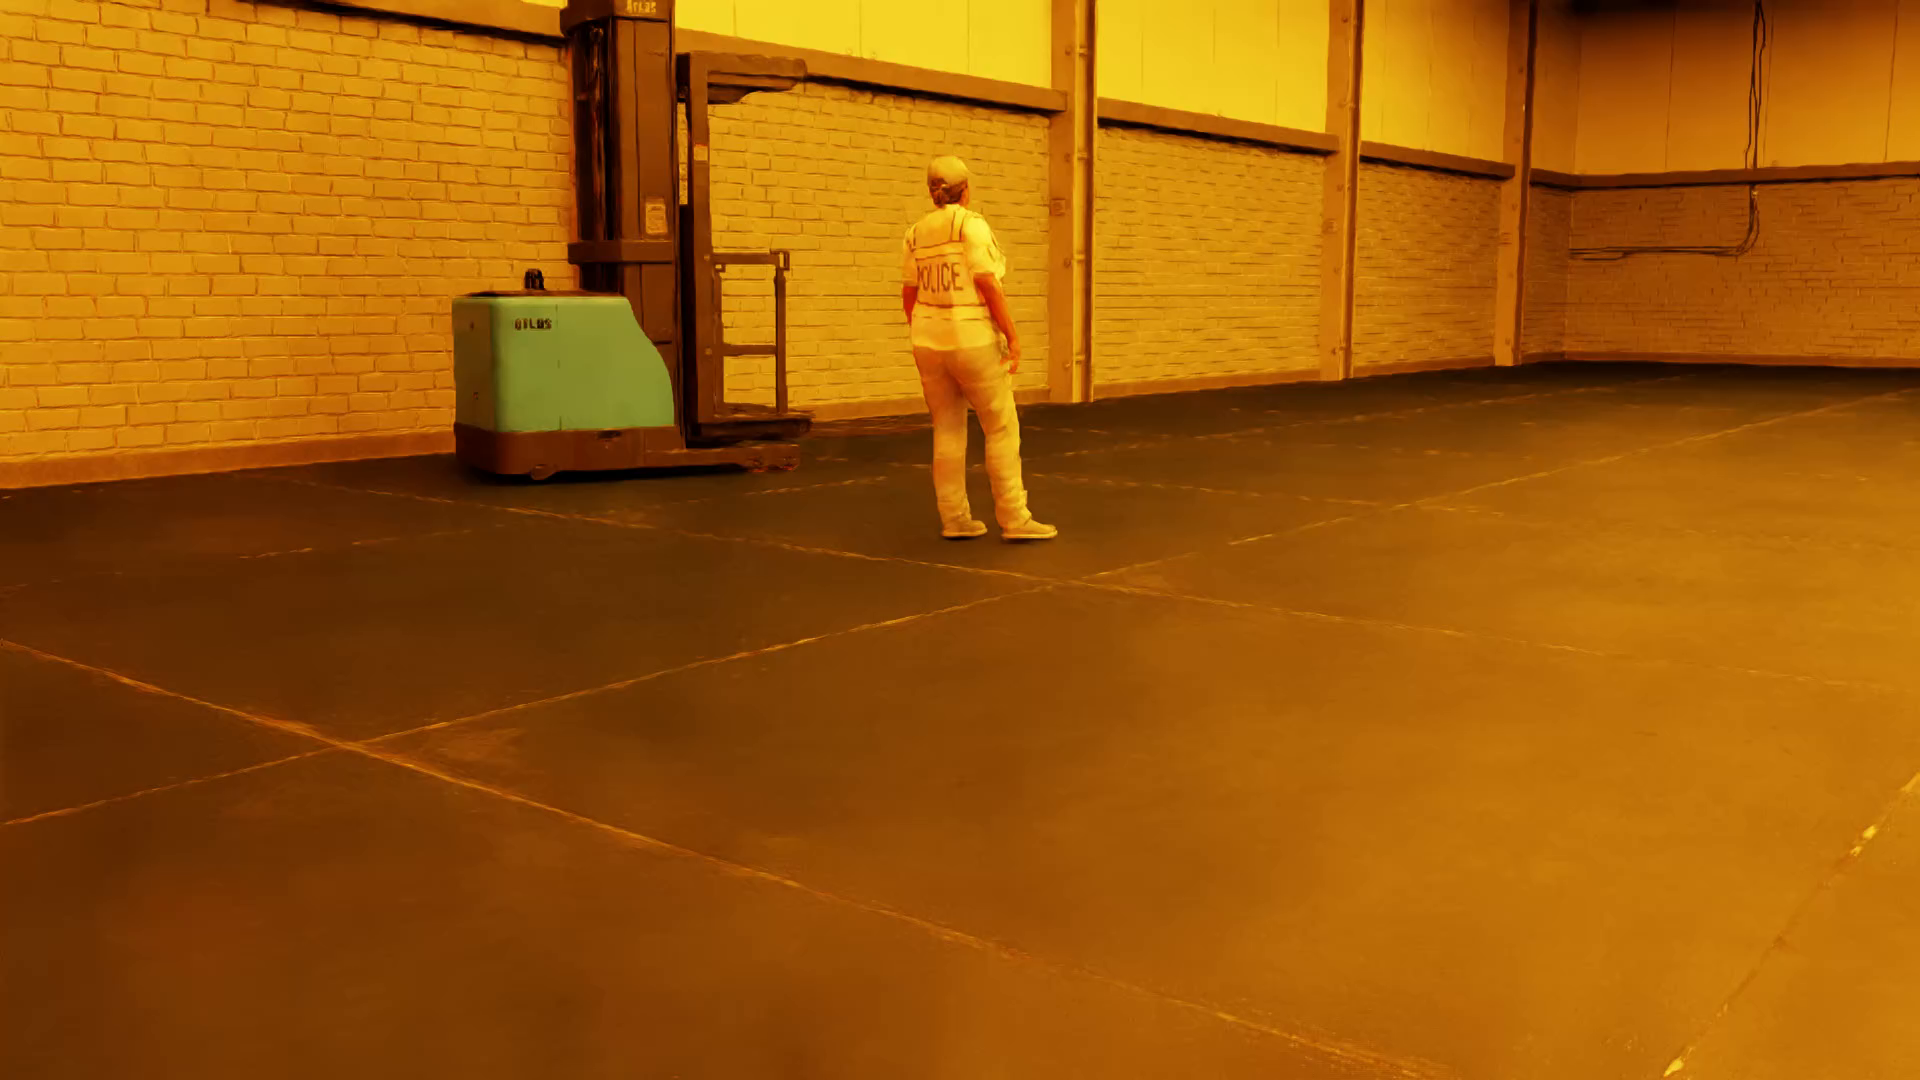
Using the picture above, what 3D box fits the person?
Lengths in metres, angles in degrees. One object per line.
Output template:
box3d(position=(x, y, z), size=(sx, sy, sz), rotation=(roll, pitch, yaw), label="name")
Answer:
box3d(position=(0.066, -0.838, 7.328), size=(0.598, 1.669, 0.529), rotation=(7, 11, 38), label="person")

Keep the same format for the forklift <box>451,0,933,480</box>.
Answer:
box3d(position=(-1.588, -1.927, 10.453), size=(3.031, 2.935, 1.130), rotation=(-5, 10, -31), label="forklift")
